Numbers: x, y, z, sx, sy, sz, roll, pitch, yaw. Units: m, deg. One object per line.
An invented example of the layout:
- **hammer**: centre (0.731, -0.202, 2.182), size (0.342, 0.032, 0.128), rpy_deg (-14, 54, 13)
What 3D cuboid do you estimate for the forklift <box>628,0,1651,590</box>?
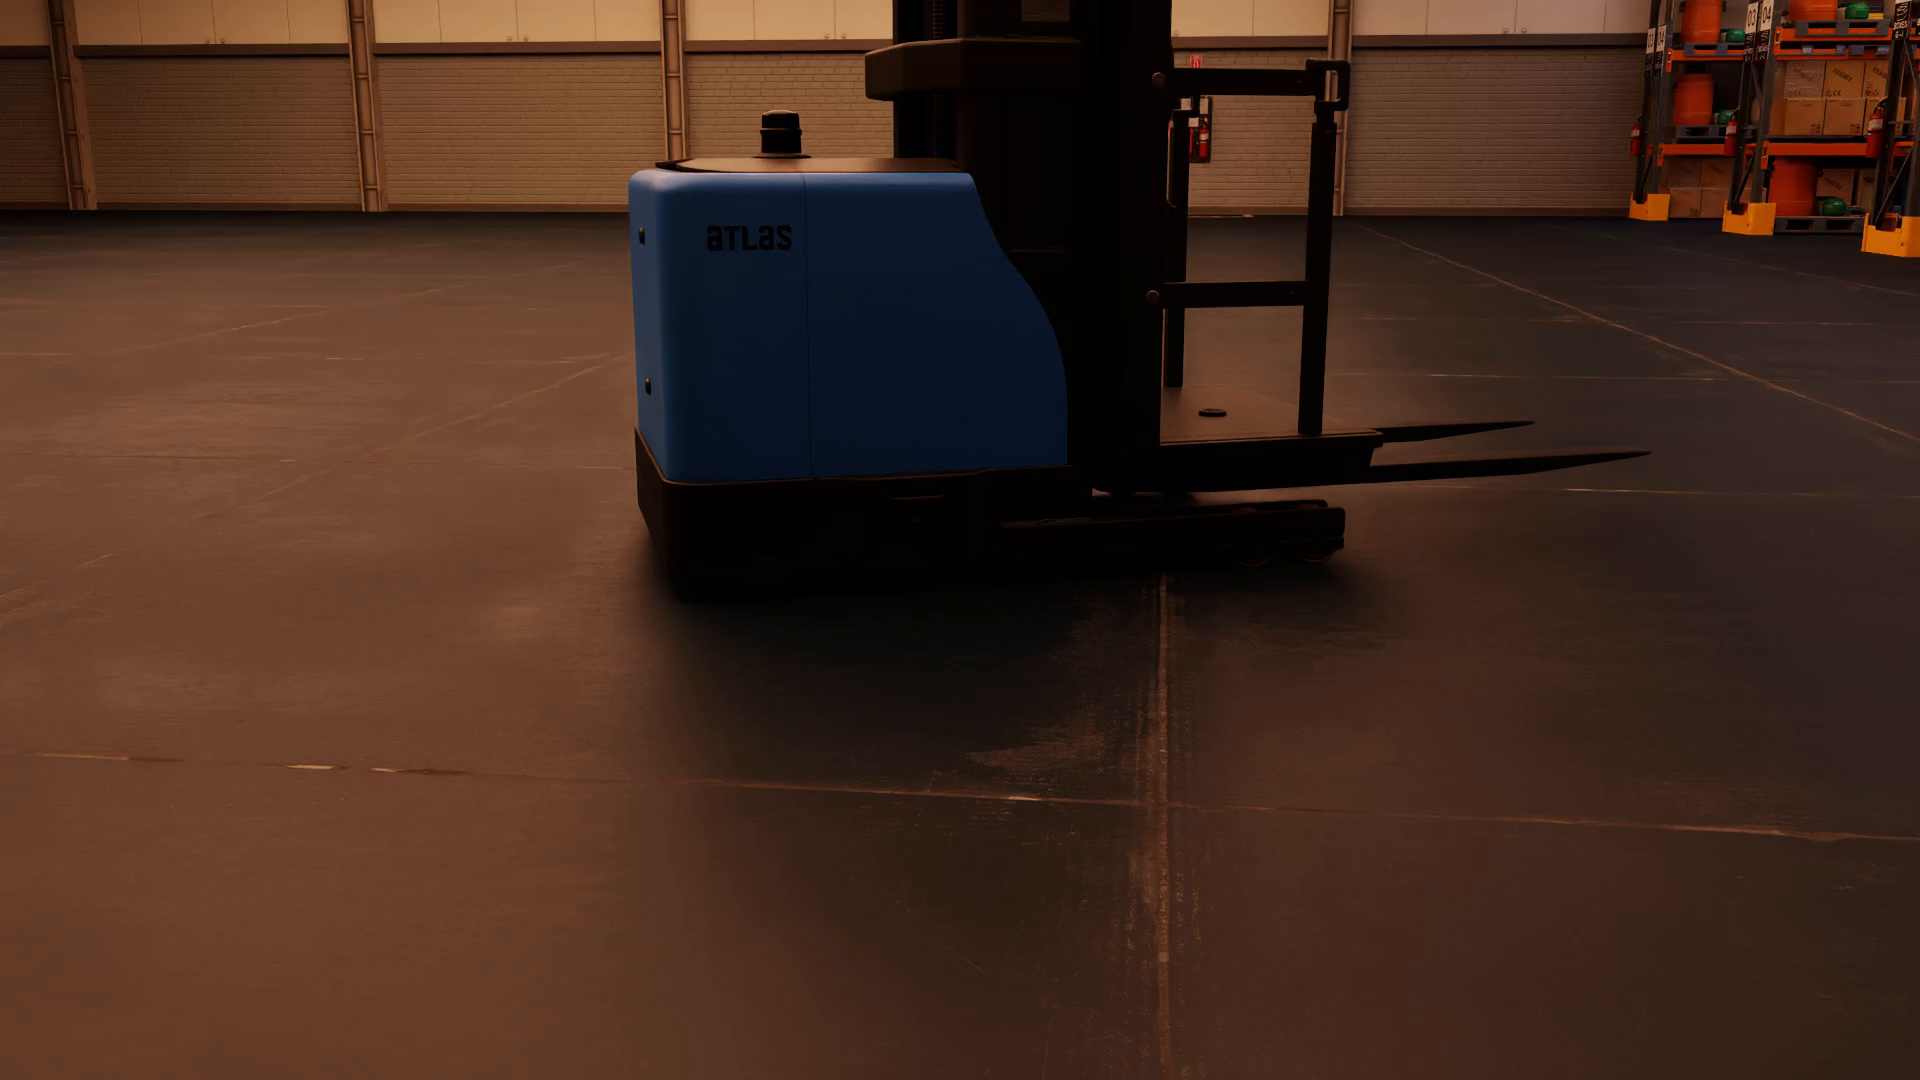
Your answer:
- **forklift**: centre (0.587, -1.464, 4.770), size (3.031, 2.935, 1.130), rpy_deg (-4, 14, -15)
